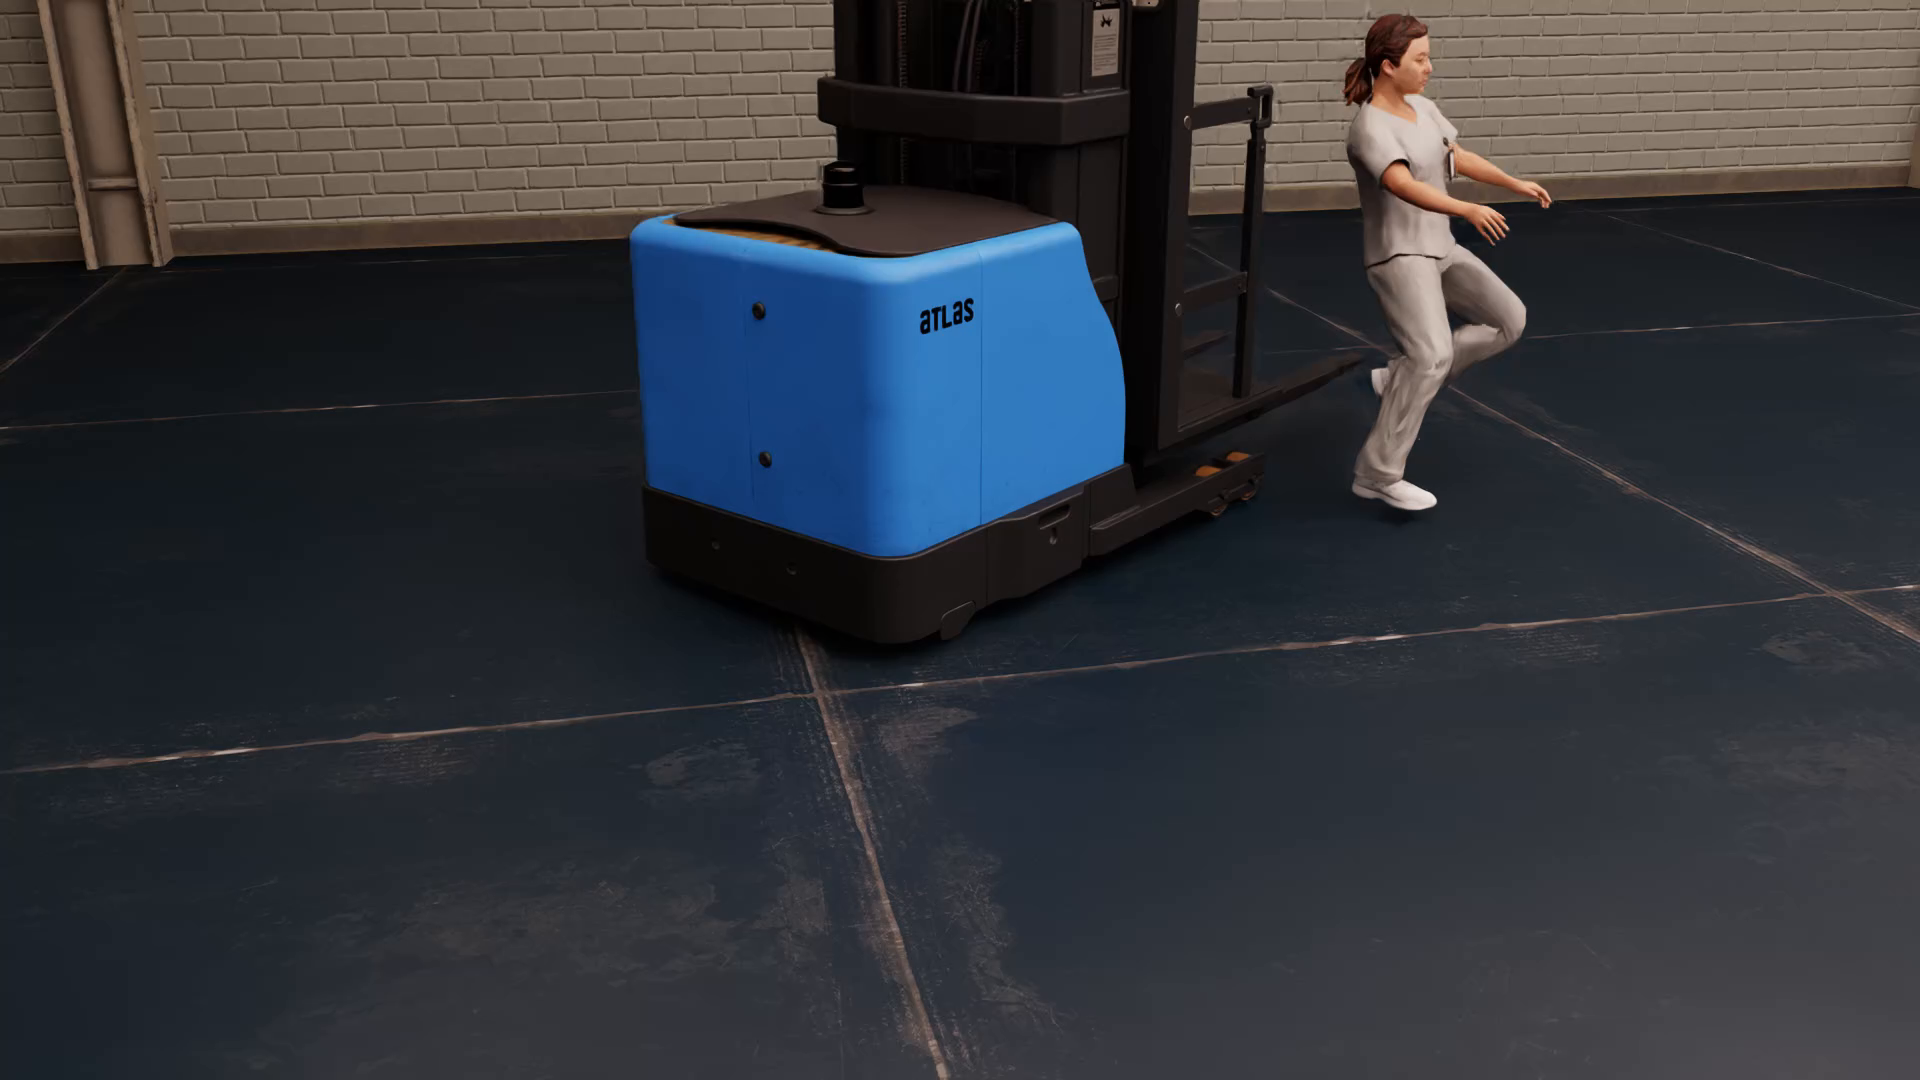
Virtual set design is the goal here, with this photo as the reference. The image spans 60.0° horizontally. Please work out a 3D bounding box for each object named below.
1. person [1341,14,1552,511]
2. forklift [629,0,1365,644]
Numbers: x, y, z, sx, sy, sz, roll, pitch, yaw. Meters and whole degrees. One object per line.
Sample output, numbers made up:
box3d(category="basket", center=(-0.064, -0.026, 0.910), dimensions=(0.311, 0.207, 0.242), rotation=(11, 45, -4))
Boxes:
box3d(category="person", center=(1.560, -0.935, 5.501), dimensions=(0.736, 1.526, 0.716), rotation=(16, 26, 35))
box3d(category="forklift", center=(0.387, -1.549, 5.244), dimensions=(1.130, 2.935, 3.031), rotation=(16, 26, 36))
